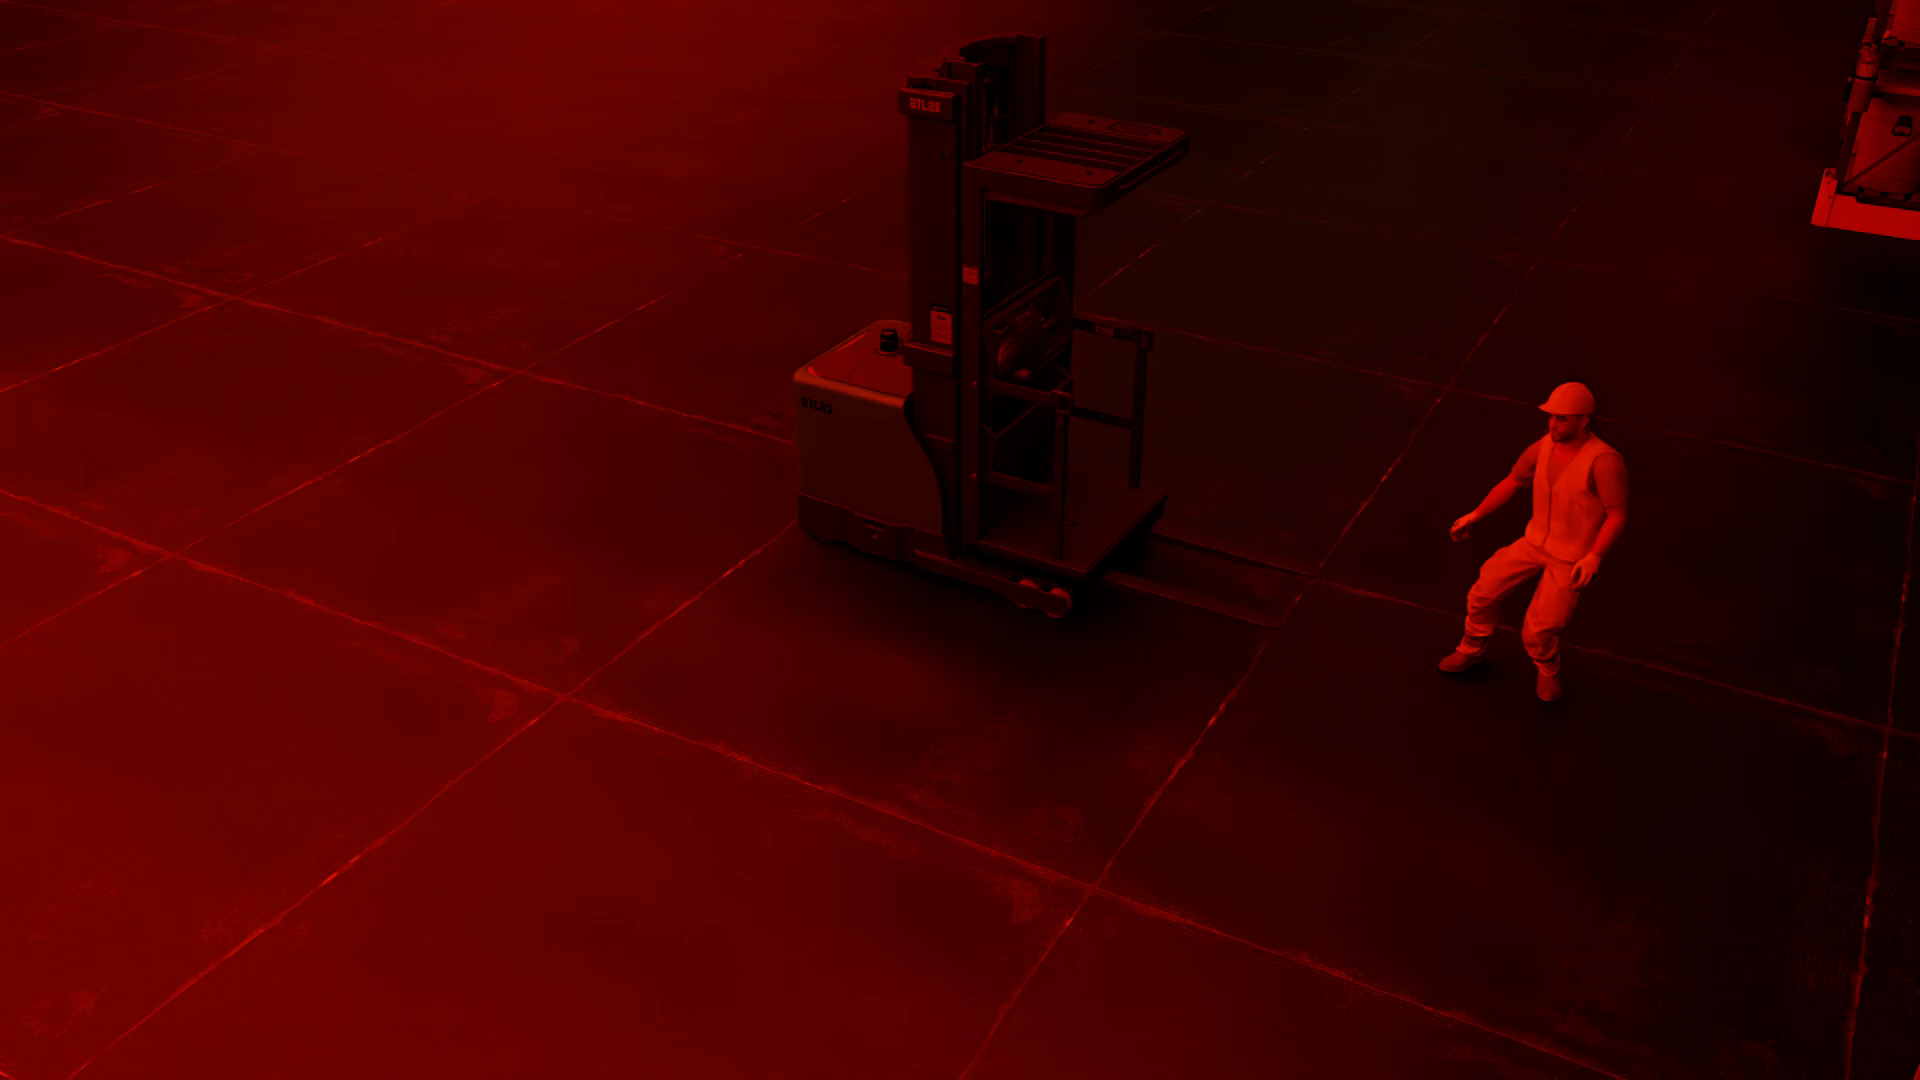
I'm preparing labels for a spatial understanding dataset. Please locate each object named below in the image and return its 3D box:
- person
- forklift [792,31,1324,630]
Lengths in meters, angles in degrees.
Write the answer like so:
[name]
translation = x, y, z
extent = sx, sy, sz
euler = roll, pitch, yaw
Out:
[person]
translation = 2.867, 0.018, 8.295
extent = 0.524, 1.688, 0.859
euler = -16, 34, -26
[forklift]
translation = 0.550, -1.136, 9.039
extent = 3.031, 2.935, 1.130
euler = 16, 34, 26
